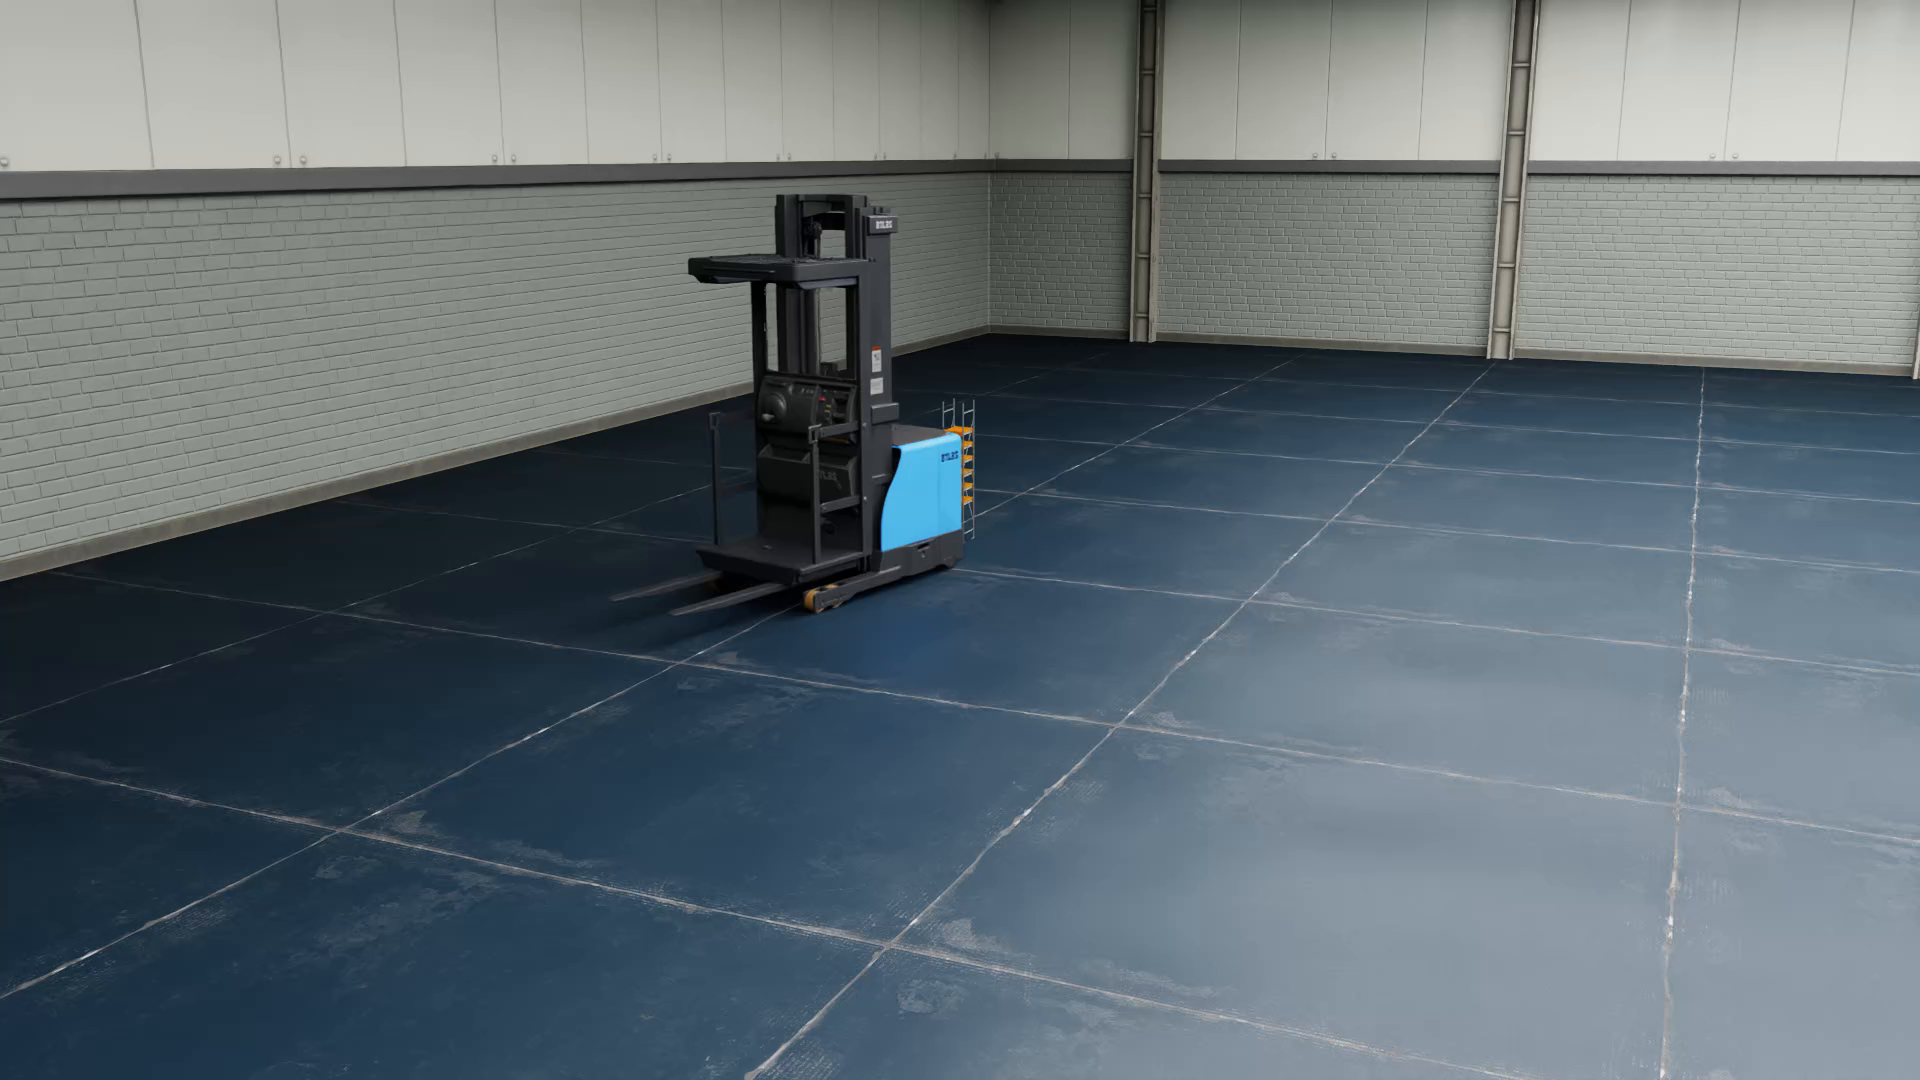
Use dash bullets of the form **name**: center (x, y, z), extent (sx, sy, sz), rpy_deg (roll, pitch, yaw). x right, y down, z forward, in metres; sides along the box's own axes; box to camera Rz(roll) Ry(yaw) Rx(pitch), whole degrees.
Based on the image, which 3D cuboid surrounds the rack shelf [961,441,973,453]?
- **rack shelf**: center (-0.013, -0.776, 14.079), extent (0.180, 0.103, 0.258), rpy_deg (6, 14, 23)

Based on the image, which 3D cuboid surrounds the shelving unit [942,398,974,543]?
- **shelving unit**: center (-0.013, -0.585, 14.123), extent (0.189, 1.200, 0.258), rpy_deg (6, 14, 23)

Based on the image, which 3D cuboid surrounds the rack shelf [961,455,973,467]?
- **rack shelf**: center (-0.013, -0.659, 14.106), extent (0.180, 0.103, 0.258), rpy_deg (6, 14, 23)

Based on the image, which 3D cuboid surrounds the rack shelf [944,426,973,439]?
- **rack shelf**: center (-0.013, -0.893, 14.051), extent (0.180, 0.103, 0.258), rpy_deg (6, 14, 23)

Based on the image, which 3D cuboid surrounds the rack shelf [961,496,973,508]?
- **rack shelf**: center (-0.013, -0.309, 14.188), extent (0.180, 0.103, 0.258), rpy_deg (6, 14, 23)

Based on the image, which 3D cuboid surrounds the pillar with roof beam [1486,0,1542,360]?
- **pillar with roof beam**: center (6.942, -6.409, 21.869), extent (0.400, 9.000, 9.100), rpy_deg (6, 14, 23)

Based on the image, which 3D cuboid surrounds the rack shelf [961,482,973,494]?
- **rack shelf**: center (-0.013, -0.425, 14.161), extent (0.180, 0.103, 0.258), rpy_deg (6, 14, 23)

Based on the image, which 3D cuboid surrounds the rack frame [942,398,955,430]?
- **rack frame**: center (-0.097, -0.594, 14.160), extent (0.006, 1.200, 0.240), rpy_deg (6, 14, 23)

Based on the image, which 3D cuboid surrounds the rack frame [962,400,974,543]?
- **rack frame**: center (0.070, -0.577, 14.087), extent (0.006, 1.200, 0.240), rpy_deg (6, 14, 23)

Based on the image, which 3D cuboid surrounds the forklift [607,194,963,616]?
- **forklift**: center (-1.267, -1.026, 12.212), extent (1.130, 2.935, 3.031), rpy_deg (10, 16, 36)

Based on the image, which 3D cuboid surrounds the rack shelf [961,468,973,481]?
- **rack shelf**: center (-0.013, -0.542, 14.134), extent (0.180, 0.103, 0.258), rpy_deg (6, 14, 23)

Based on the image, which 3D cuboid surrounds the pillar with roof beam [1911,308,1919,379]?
- **pillar with roof beam**: center (12.427, -5.854, 19.503), extent (0.400, 9.000, 9.100), rpy_deg (6, 14, 23)

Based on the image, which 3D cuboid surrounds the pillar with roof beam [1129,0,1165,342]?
- **pillar with roof beam**: center (1.456, -6.964, 24.235), extent (0.400, 9.000, 9.100), rpy_deg (6, 14, 23)
